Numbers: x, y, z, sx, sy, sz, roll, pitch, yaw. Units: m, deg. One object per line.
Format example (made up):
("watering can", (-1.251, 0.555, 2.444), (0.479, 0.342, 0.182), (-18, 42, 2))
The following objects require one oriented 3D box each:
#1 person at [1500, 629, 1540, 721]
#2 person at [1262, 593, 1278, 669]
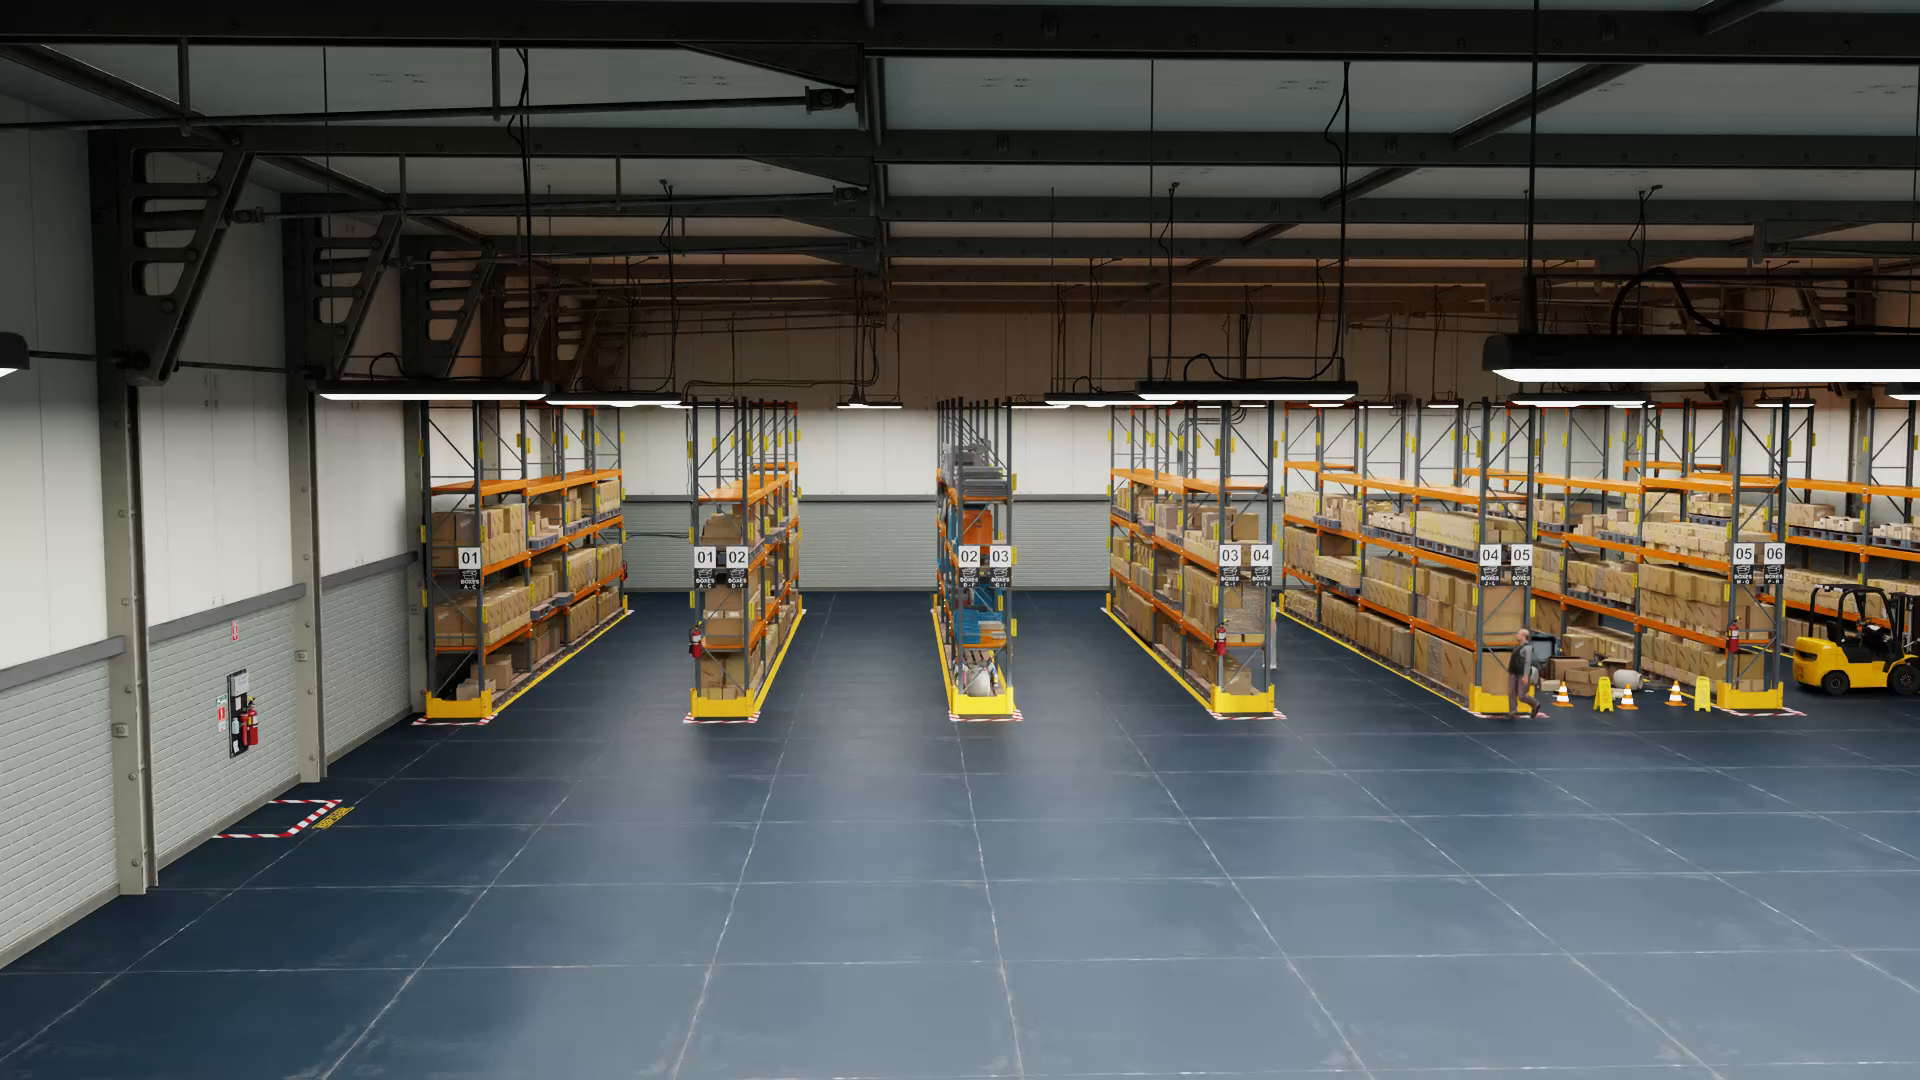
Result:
("person", (10.362, 2.494, 30.684), (0.624, 1.711, 0.529), (-2, 5, -27))
("person", (6.888, 2.021, 37.118), (0.412, 1.676, 0.452), (-3, 5, -34))
